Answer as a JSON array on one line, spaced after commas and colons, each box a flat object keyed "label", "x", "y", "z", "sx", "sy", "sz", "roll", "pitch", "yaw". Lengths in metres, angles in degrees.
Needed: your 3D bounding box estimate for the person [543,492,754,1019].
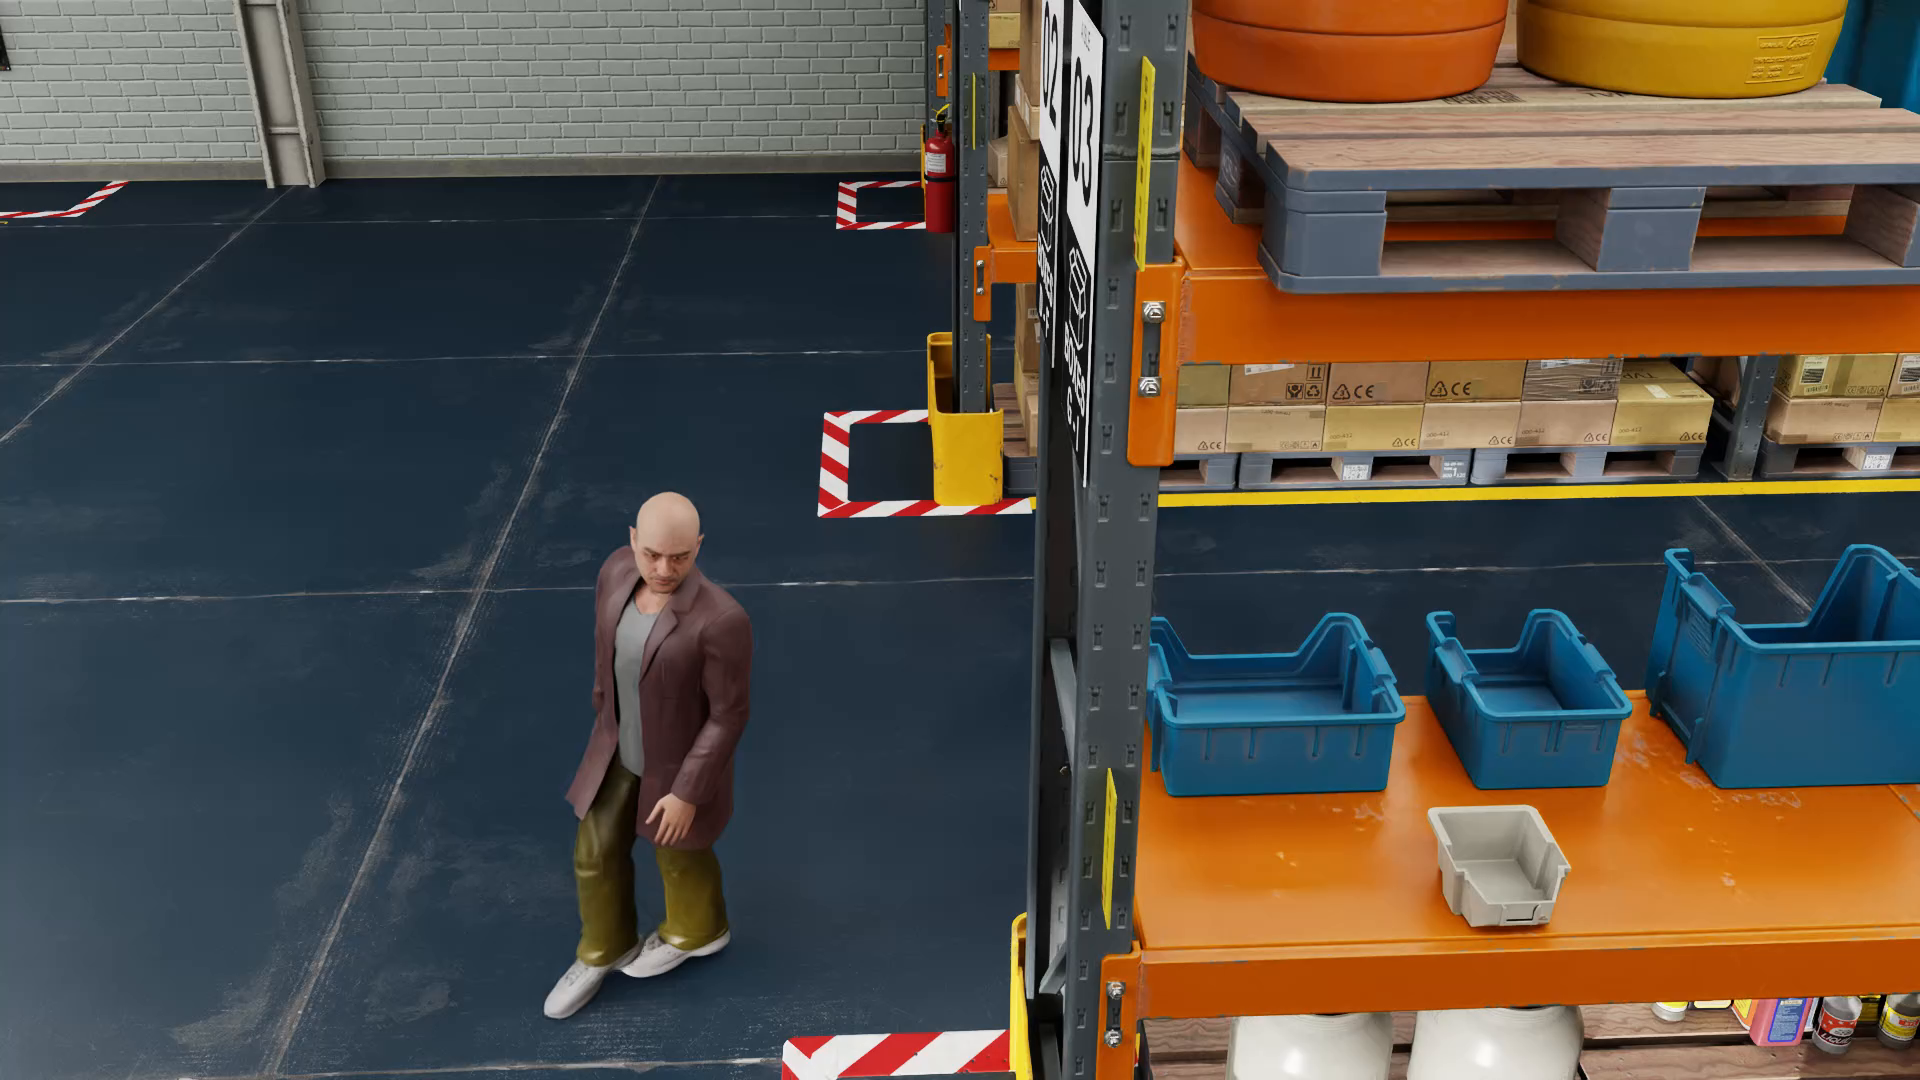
[{"label": "person", "x": -0.891, "y": 0.690, "z": 4.853, "sx": 0.658, "sy": 1.710, "sz": 0.598, "roll": 18, "pitch": 32, "yaw": 31}]
